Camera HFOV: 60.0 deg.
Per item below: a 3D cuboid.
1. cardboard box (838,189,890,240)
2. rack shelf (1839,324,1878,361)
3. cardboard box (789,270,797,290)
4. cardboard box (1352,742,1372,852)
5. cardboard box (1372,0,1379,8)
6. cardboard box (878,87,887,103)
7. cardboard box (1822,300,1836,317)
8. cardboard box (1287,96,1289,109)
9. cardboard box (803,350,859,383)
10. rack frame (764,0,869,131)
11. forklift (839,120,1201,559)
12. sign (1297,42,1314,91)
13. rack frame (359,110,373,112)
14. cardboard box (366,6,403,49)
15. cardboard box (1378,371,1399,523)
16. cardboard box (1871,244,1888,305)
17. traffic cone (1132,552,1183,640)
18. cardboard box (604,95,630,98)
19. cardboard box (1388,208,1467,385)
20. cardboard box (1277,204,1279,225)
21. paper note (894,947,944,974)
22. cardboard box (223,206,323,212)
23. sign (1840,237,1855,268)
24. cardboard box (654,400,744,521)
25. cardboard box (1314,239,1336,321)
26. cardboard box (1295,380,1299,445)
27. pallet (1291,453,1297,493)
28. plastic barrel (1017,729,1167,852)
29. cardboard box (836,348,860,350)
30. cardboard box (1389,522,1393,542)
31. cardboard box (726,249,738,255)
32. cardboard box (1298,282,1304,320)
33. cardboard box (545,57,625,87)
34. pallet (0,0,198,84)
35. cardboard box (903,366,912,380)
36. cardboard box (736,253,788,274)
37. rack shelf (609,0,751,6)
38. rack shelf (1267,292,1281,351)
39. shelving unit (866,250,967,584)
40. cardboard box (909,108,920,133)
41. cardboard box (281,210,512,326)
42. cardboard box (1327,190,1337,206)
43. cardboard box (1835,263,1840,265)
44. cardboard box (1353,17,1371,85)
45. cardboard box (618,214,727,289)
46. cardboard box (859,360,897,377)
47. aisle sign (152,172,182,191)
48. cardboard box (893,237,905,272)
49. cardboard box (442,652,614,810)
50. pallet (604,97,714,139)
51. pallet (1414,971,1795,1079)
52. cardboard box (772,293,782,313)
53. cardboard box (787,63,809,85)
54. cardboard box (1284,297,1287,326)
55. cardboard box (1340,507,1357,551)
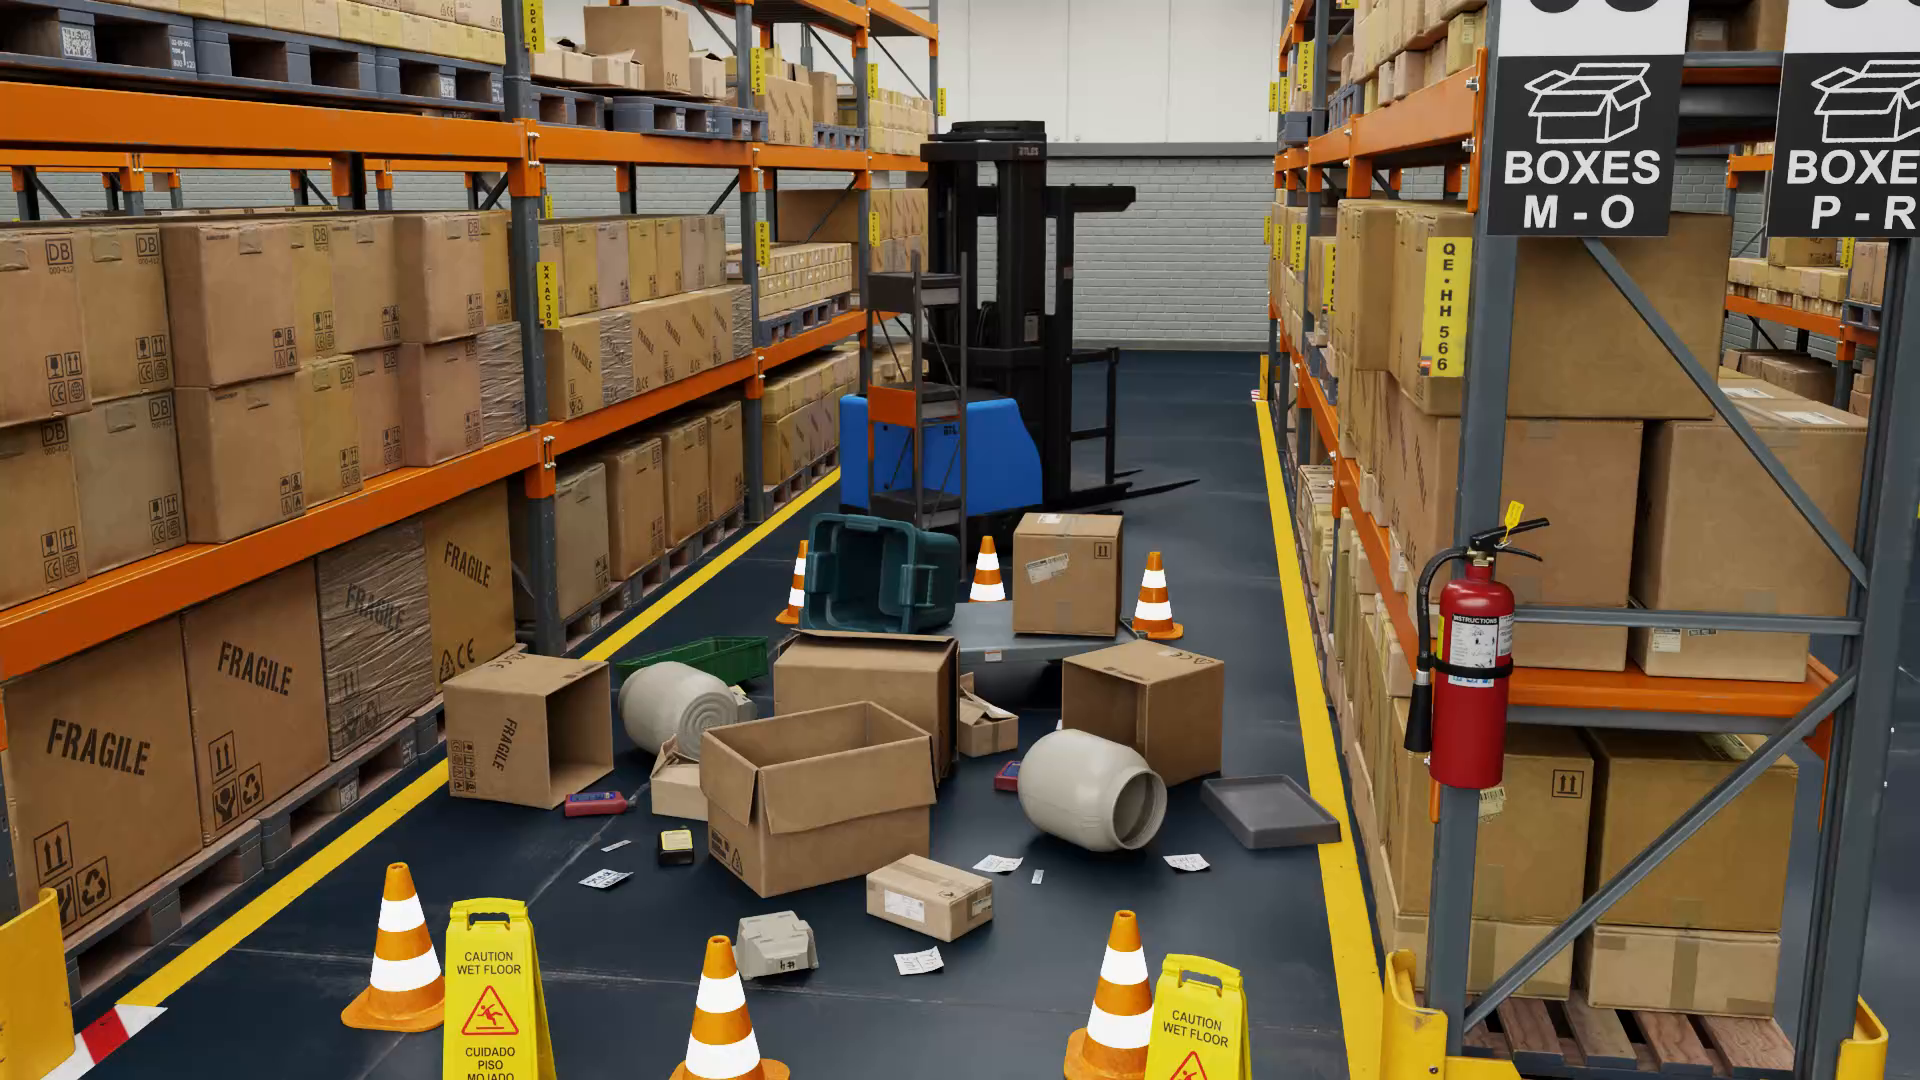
[{"bbox_3d":[-0.998,-3.319,16.956,0.500,0.500,0.500,2,12,7],"label":"cardboard box"},{"bbox_3d":[8.131,-1.374,12.955,1.077,0.370,4.000,2,12,9],"label":"rack shelf"},{"bbox_3d":[-1.561,-2.147,13.729,0.380,0.149,0.250,2,12,9],"label":"cardboard box"},{"bbox_3d":[1.709,0.941,6.035,0.500,0.250,0.500,1,12,7],"label":"cardboard box"},{"bbox_3d":[1.805,-2.151,6.439,0.380,0.149,0.250,2,12,8],"label":"cardboard box"},{"bbox_3d":[-0.947,-4.488,16.803,0.380,0.149,0.250,2,12,7],"label":"cardboard box"},{"bbox_3d":[8.257,-2.148,15.439,0.380,0.149,0.250,2,12,10],"label":"cardboard box"},{"bbox_3d":[3.111,-3.815,14.777,0.396,0.266,0.258,2,12,8],"label":"cardboard box"},{"bbox_3d":[-1.238,-1.628,15.583,0.500,0.250,0.500,2,12,7],"label":"cardboard box"},{"bbox_3d":[-1.373,-5.374,15.569,1.000,3.000,0.127,2,12,9],"label":"rack frame"},{"bbox_3d":[0.570,-1.533,12.149,3.031,2.935,1.130,-11,16,-41],"label":"forklift"},{"bbox_3d":[2.371,-3.247,11.403,0.100,0.325,0.005,2,12,9],"label":"sign"},{"bbox_3d":[-6.259,-5.556,16.412,1.000,3.000,0.127,2,12,9],"label":"rack frame"},{"bbox_3d":[-2.500,-2.076,6.748,0.380,0.149,0.250,2,12,10],"label":"cardboard box"},{"bbox_3d":[1.661,-0.328,5.452,0.500,0.500,0.500,2,12,8],"label":"cardboard box"},{"bbox_3d":[8.064,-2.195,13.823,0.700,0.500,0.500,2,12,9],"label":"cardboard box"},{"bbox_3d":[1.110,0.300,9.502,0.336,0.463,0.334,2,12,9],"label":"traffic cone"},{"bbox_3d":[-2.394,-3.008,10.832,0.500,0.250,0.500,2,12,10],"label":"cardboard box"},{"bbox_3d":[1.636,-0.705,4.830,0.700,0.500,0.500,2,12,9],"label":"cardboard box"},{"bbox_3d":[3.573,-3.262,17.401,0.500,0.500,0.500,2,12,9],"label":"cardboard box"},{"bbox_3d":[-0.134,1.386,5.488,0.148,0.019,0.142,-2,12,-11],"label":"paper note"},{"bbox_3d":[-6.466,-2.886,15.648,0.797,0.503,0.637,2,12,9],"label":"cardboard box"},{"bbox_3d":[7.901,-2.581,14.794,0.100,0.325,0.005,2,12,9],"label":"sign"},{"bbox_3d":[-2.171,-0.590,11.955,1.050,0.750,0.750,2,12,8],"label":"cardboard box"},{"bbox_3d":[2.547,-1.674,10.700,0.500,0.500,0.500,3,12,12],"label":"cardboard box"},{"bbox_3d":[3.517,-1.337,15.123,0.875,0.875,0.875,2,12,10],"label":"cardboard box"},{"bbox_3d":[3.304,-0.521,13.909,1.003,0.211,1.213,2,12,9],"label":"pallet"},{"bbox_3d":[0.510,0.977,6.457,0.421,0.421,0.512,-10,16,-40],"label":"plastic barrel"},{"bbox_3d":[-1.220,-2.114,19.042,0.380,0.149,0.250,1,12,6],"label":"cardboard box"},{"bbox_3d":[1.662,-0.034,5.629,0.380,0.149,0.250,2,12,8],"label":"cardboard box"},{"bbox_3d":[-2.124,-2.422,14.299,0.380,0.149,0.250,2,12,10],"label":"cardboard box"},{"bbox_3d":[2.742,-1.749,12.160,0.500,0.250,0.500,2,12,8],"label":"cardboard box"},{"bbox_3d":[-2.131,-2.657,9.443,0.380,0.149,0.250,2,12,9],"label":"cardboard box"},{"bbox_3d":[-3.115,-1.521,5.021,1.003,0.211,1.213,2,12,9],"label":"pallet"},{"bbox_3d":[-0.702,-1.895,18.732,0.380,0.149,0.250,2,12,9],"label":"cardboard box"},{"bbox_3d":[-1.604,-2.234,13.426,0.380,0.149,0.250,1,12,6],"label":"cardboard box"},{"bbox_3d":[-2.296,-3.578,9.891,1.077,0.370,4.000,2,12,9],"label":"rack shelf"},{"bbox_3d":[3.841,-2.366,17.562,1.077,0.370,4.000,2,12,9],"label":"rack shelf"},{"bbox_3d":[-0.275,-0.769,10.575,0.431,2.100,0.503,-10,16,-40],"label":"shelving unit"},{"bbox_3d":[-0.736,-4.594,18.240,0.500,0.250,0.500,2,12,9],"label":"cardboard box"},{"bbox_3d":[-2.694,-1.301,7.992,0.875,0.550,0.550,2,12,9],"label":"cardboard box"},{"bbox_3d":[3.414,-3.282,15.954,0.380,0.149,0.250,2,12,10],"label":"cardboard box"},{"bbox_3d":[9.084,-2.732,17.200,0.500,0.250,0.500,2,12,10],"label":"cardboard box"},{"bbox_3d":[1.965,-2.092,7.111,0.500,0.250,0.500,2,12,7],"label":"cardboard box"},{"bbox_3d":[-2.067,-2.053,11.789,0.700,0.500,0.500,2,12,8],"label":"cardboard box"},{"bbox_3d":[-0.887,-1.824,17.693,0.380,0.149,0.250,2,12,10],"label":"cardboard box"},{"bbox_3d":[-10.237,-4.892,21.404,0.394,0.787,0.004,2,12,9],"label":"aisle sign"},{"bbox_3d":[-0.866,-2.937,17.559,0.500,0.500,0.500,2,12,7],"label":"cardboard box"},{"bbox_3d":[-1.828,0.801,7.083,0.500,0.500,0.500,4,13,18],"label":"cardboard box"},{"bbox_3d":[-2.204,-2.614,10.330,1.003,0.211,1.213,2,12,11],"label":"pallet"},{"bbox_3d":[1.859,1.376,5.110,1.003,0.211,1.213,2,12,9],"label":"pallet"},{"bbox_3d":[-1.638,-1.890,13.241,0.380,0.149,0.250,3,12,11],"label":"cardboard box"},{"bbox_3d":[-1.741,-3.846,14.357,0.797,0.503,0.637,2,12,8],"label":"cardboard box"},{"bbox_3d":[3.032,-1.932,14.192,0.500,0.250,0.500,2,12,8],"label":"cardboard box"},{"bbox_3d":[1.867,-0.043,7.284,0.380,0.149,0.250,2,12,9],"label":"cardboard box"}]
